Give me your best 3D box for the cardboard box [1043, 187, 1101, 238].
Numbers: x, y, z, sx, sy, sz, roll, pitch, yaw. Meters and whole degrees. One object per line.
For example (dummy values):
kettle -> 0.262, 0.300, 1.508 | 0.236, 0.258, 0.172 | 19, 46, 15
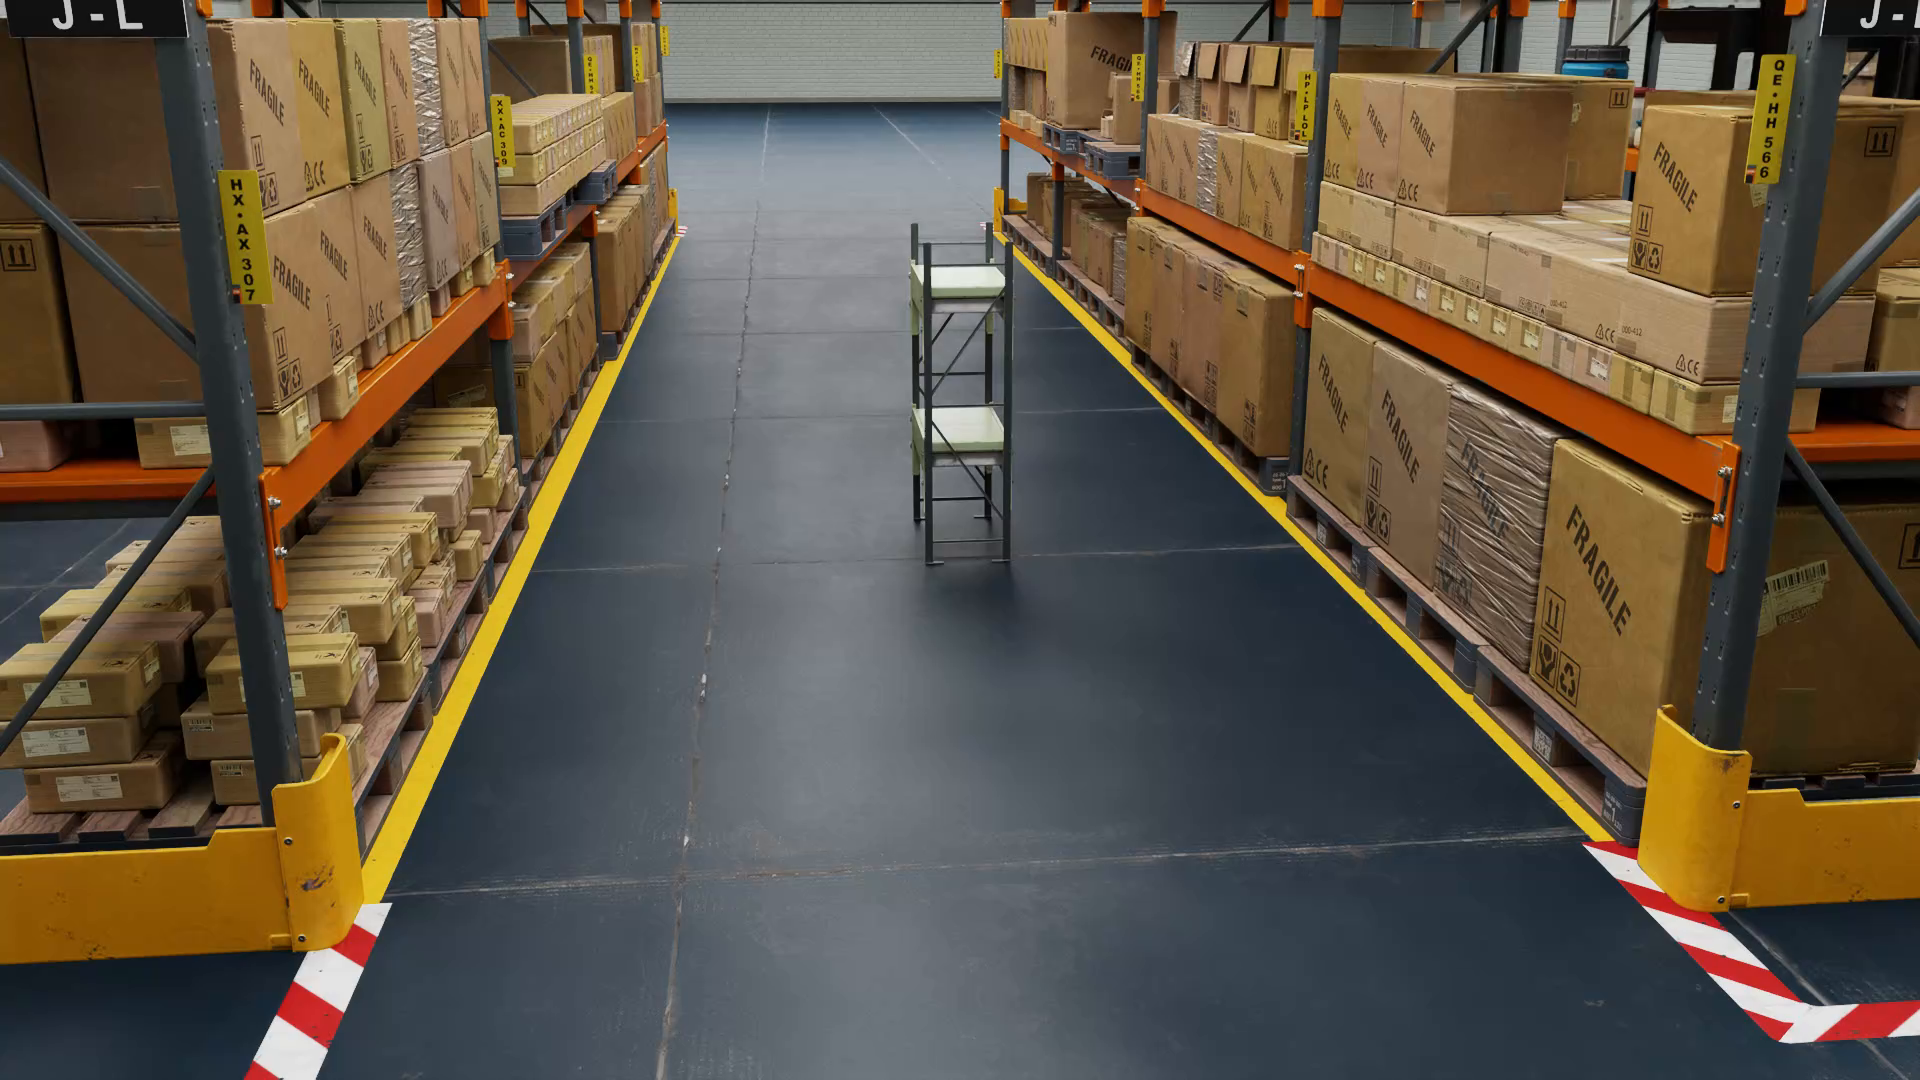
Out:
cardboard box -> 1.196, -3.492, 17.765 | 0.500, 0.500, 0.500 | -3, 18, -11

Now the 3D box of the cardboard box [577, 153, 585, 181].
cardboard box -> -2.490, -2.262, 10.092 | 0.380, 0.149, 0.250 | -1, 17, -4

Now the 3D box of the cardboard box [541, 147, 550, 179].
cardboard box -> -2.324, -1.936, 8.557 | 0.380, 0.149, 0.250 | -2, 18, -7

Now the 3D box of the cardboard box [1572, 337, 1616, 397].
cardboard box -> 2.226, -0.565, 5.387 | 0.380, 0.149, 0.250 | -2, 18, -6

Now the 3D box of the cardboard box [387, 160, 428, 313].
cardboard box -> -2.248, -1.102, 6.014 | 0.500, 0.500, 0.500 | -2, 18, -7

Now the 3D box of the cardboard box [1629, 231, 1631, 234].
cardboard box -> 2.755, -0.962, 5.988 | 0.500, 0.250, 0.500 | -2, 18, -7

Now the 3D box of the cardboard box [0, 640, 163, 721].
cardboard box -> -2.606, 0.413, 4.918 | 0.380, 0.149, 0.250 | -2, 17, -5

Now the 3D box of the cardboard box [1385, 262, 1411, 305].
cardboard box -> 2.042, -1.098, 7.087 | 0.380, 0.149, 0.250 | -2, 18, -6

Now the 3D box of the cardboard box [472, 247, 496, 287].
cardboard box -> -2.315, -1.234, 7.518 | 0.380, 0.149, 0.250 | -2, 18, -7

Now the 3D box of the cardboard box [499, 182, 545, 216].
cardboard box -> -2.295, -1.717, 8.356 | 0.380, 0.149, 0.250 | -3, 18, -8

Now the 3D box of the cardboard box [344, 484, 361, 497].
cardboard box -> -2.792, -0.144, 7.191 | 0.380, 0.149, 0.250 | -3, 18, -8

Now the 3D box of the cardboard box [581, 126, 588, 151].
cardboard box -> -2.513, -2.479, 10.288 | 0.380, 0.149, 0.250 | -2, 18, -6

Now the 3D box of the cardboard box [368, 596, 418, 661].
cardboard box -> -2.102, 0.308, 5.751 | 0.380, 0.149, 0.250 | -1, 17, -4

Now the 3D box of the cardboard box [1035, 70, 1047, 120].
cardboard box -> 1.253, -4.633, 17.262 | 0.875, 0.500, 0.500 | -2, 18, -6

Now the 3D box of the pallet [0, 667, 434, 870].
pallet -> -2.356, 0.752, 5.430 | 1.003, 0.211, 1.213 | -2, 18, -6

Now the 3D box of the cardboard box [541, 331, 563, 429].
cardboard box -> -2.581, -0.898, 9.503 | 0.500, 0.500, 0.500 | -1, 17, -3

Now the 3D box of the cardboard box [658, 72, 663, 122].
cardboard box -> -3.867, -5.042, 18.980 | 0.875, 0.550, 0.550 | -2, 18, -6

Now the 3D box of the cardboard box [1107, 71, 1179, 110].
cardboard box -> 1.677, -3.747, 14.232 | 0.797, 0.503, 0.637 | 0, 17, 0

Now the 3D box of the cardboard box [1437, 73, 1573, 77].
cardboard box -> 2.545, -1.927, 7.810 | 0.500, 0.500, 0.500 | -1, 17, -4

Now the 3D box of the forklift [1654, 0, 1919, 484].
forklift -> 4.455, -1.854, 9.190 | 1.130, 2.935, 3.031 | -2, 18, -7

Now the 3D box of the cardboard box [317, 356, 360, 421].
cardboard box -> -2.049, -0.456, 5.041 | 0.380, 0.149, 0.250 | -2, 18, -7

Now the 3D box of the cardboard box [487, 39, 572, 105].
cardboard box -> -3.161, -3.355, 12.020 | 0.700, 0.500, 0.500 | -2, 18, -6

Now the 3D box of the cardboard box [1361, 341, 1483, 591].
cardboard box -> 2.313, -0.347, 7.121 | 0.875, 0.875, 0.875 | -2, 18, -6

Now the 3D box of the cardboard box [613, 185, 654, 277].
cardboard box -> -3.384, -2.833, 15.248 | 1.050, 0.750, 0.750 | -2, 18, -6

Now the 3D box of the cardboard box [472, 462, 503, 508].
cardboard box -> -2.278, -0.243, 7.506 | 0.380, 0.149, 0.250 | -2, 18, -8

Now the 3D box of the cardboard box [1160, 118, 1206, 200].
cardboard box -> 1.654, -2.560, 11.158 | 0.500, 0.500, 0.500 | -2, 18, -7

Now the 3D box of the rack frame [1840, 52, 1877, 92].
rack frame -> 6.746, -2.973, 12.638 | 1.000, 3.000, 0.127 | -2, 18, -6

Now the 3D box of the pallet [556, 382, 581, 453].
pallet -> -2.923, -0.770, 10.279 | 1.003, 0.211, 1.213 | -2, 18, -6

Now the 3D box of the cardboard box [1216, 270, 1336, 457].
cardboard box -> 2.146, -1.004, 9.215 | 1.225, 0.875, 0.875 | -2, 18, -5

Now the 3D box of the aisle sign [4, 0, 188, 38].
aisle sign -> -1.994, -1.541, 3.737 | 0.394, 0.787, 0.004 | -2, 18, -6

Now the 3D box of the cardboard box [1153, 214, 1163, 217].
cardboard box -> 1.720, -2.393, 12.979 | 0.500, 0.250, 0.500 | -1, 17, -3

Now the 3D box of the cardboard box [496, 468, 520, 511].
cardboard box -> -2.333, -0.239, 7.987 | 0.380, 0.149, 0.250 | -2, 17, -5

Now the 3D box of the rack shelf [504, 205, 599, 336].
rack shelf -> -2.919, -1.757, 9.968 | 1.077, 0.370, 4.000 | -2, 18, -6

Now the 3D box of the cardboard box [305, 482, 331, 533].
cardboard box -> -2.734, -0.128, 6.642 | 0.380, 0.149, 0.250 | -3, 18, -8

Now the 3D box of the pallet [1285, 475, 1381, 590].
pallet -> 2.232, -0.068, 8.043 | 1.003, 0.211, 1.213 | -2, 18, -6

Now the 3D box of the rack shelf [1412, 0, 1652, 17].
rack shelf -> 6.127, -5.848, 17.990 | 1.077, 0.370, 4.000 | -2, 18, -6

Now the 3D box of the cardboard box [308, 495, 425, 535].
cardboard box -> -2.292, -0.067, 6.448 | 0.380, 0.149, 0.250 | -2, 18, -6

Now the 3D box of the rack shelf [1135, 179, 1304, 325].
rack shelf -> 2.025, -1.880, 10.360 | 1.077, 0.370, 4.000 | -2, 18, -6

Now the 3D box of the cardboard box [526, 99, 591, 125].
cardboard box -> -2.536, -2.697, 10.483 | 0.380, 0.149, 0.250 | -1, 17, -4

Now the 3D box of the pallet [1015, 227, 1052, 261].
pallet -> 1.173, -3.244, 18.158 | 1.003, 0.211, 1.213 | -2, 18, -6

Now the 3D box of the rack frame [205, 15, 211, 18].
rack frame -> -8.863, -4.897, 18.767 | 1.000, 3.000, 0.127 | -2, 18, -6

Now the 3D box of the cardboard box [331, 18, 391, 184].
cardboard box -> -2.172, -1.427, 5.383 | 0.500, 0.500, 0.500 | -2, 18, -7

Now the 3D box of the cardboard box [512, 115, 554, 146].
cardboard box -> -2.354, -2.160, 8.774 | 0.380, 0.149, 0.250 | -2, 18, -5

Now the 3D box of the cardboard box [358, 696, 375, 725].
cardboard box -> -2.176, 0.532, 5.534 | 0.380, 0.149, 0.250 | -2, 17, -5

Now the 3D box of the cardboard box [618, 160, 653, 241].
cardboard box -> -3.533, -3.264, 16.413 | 0.875, 0.875, 0.875 | -2, 17, -5

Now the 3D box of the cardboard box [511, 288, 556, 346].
cardboard box -> -2.583, -1.257, 9.394 | 0.500, 0.250, 0.500 | -1, 17, -4

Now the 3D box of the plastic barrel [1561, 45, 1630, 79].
plastic barrel -> 6.071, -4.279, 15.962 | 0.600, 0.901, 0.708 | -2, 18, -6

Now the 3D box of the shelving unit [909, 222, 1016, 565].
shelving unit -> -0.001, -0.718, 7.959 | 0.431, 1.500, 0.755 | -2, 18, -6

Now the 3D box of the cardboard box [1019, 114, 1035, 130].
cardboard box -> 0.844, -4.541, 18.053 | 0.380, 0.149, 0.250 | -2, 18, -6

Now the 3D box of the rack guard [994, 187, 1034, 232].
rack guard -> 1.002, -3.988, 20.044 | 1.175, 0.500, 0.348 | -2, 18, -6

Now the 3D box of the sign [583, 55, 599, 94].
sign -> -2.586, -3.231, 11.659 | 0.100, 0.325, 0.005 | -2, 18, -6

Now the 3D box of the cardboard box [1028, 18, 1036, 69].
cardboard box -> 0.983, -5.101, 17.086 | 0.500, 0.500, 0.500 | -2, 18, -6

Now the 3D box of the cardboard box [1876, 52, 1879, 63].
cardboard box -> 11.001, -5.713, 19.033 | 0.700, 0.500, 0.500 | -2, 18, -5

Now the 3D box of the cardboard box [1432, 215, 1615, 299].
cardboard box -> 2.168, -1.100, 6.428 | 0.500, 0.250, 0.500 | -2, 18, -6

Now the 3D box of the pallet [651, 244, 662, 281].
pallet -> -3.538, -2.787, 16.701 | 1.003, 0.211, 1.213 | -2, 18, -6

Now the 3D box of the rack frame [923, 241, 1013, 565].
rack frame -> 0.037, -0.609, 7.611 | 0.400, 1.500, 0.023 | -2, 18, -6
